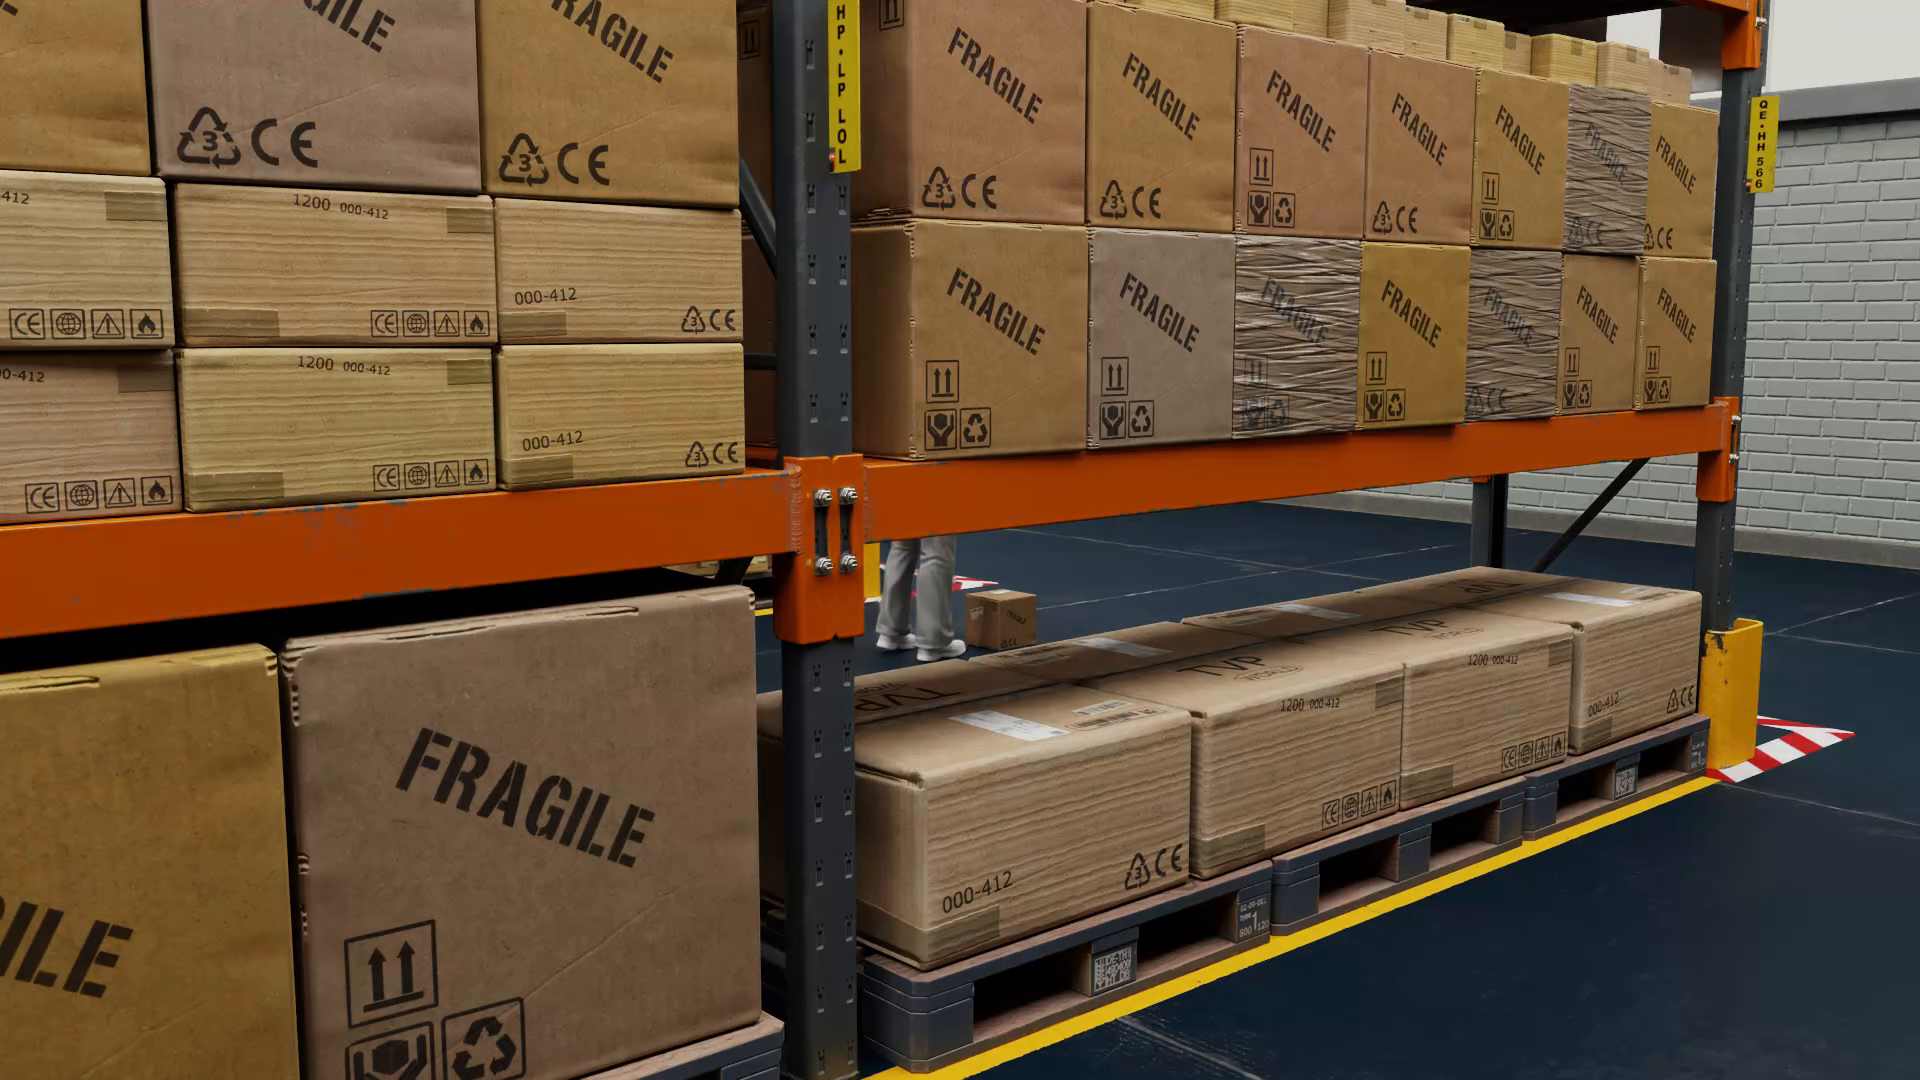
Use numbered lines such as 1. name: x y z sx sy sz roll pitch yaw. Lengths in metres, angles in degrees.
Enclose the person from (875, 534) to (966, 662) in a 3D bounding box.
1. person: -0.168 -0.275 7.864 0.365 1.674 0.517 -6 10 -39
